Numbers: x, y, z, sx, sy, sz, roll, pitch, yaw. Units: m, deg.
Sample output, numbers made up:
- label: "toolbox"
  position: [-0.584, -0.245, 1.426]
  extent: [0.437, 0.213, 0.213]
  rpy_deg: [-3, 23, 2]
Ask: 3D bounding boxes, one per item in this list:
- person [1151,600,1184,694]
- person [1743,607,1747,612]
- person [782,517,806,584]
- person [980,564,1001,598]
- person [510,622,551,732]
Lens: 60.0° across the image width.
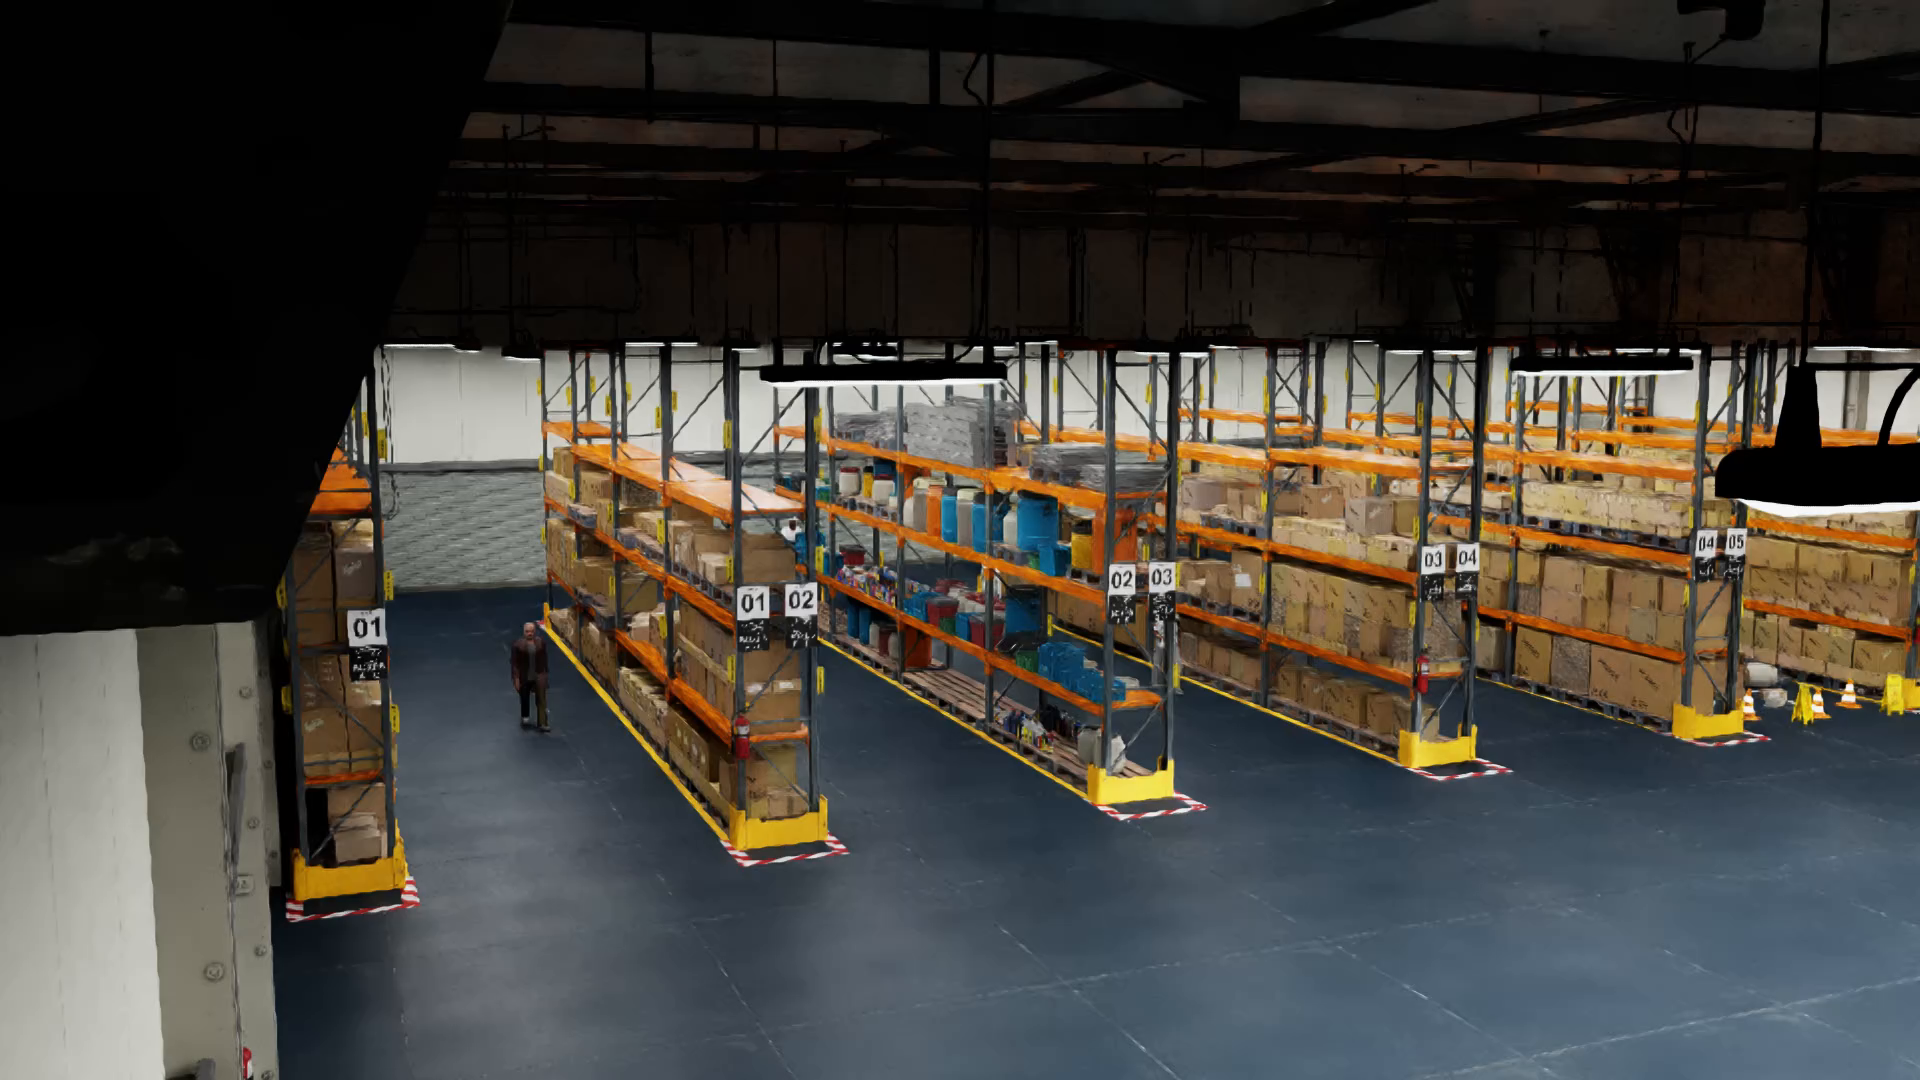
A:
- label: "person"
  position: [3.584, 1.802, 28.717]
  extent: [0.603, 1.620, 0.831]
  rpy_deg: [-2, 8, -16]
- label: "person"
  position: [15.826, 1.102, 33.312]
  extent: [0.489, 1.787, 0.608]
  rpy_deg: [1, 7, 8]
- label: "person"
  position: [-4.067, 0.236, 40.322]
  extent: [0.571, 1.706, 1.033]
  rpy_deg: [-4, 9, -30]
- label: "person"
  position: [0.656, 1.047, 34.166]
  extent: [0.551, 1.684, 0.433]
  rpy_deg: [6, 10, 41]
- label: "person"
  position: [-6.693, 2.108, 25.917]
  extent: [0.598, 1.698, 1.193]
  rpy_deg: [-3, 8, -20]
